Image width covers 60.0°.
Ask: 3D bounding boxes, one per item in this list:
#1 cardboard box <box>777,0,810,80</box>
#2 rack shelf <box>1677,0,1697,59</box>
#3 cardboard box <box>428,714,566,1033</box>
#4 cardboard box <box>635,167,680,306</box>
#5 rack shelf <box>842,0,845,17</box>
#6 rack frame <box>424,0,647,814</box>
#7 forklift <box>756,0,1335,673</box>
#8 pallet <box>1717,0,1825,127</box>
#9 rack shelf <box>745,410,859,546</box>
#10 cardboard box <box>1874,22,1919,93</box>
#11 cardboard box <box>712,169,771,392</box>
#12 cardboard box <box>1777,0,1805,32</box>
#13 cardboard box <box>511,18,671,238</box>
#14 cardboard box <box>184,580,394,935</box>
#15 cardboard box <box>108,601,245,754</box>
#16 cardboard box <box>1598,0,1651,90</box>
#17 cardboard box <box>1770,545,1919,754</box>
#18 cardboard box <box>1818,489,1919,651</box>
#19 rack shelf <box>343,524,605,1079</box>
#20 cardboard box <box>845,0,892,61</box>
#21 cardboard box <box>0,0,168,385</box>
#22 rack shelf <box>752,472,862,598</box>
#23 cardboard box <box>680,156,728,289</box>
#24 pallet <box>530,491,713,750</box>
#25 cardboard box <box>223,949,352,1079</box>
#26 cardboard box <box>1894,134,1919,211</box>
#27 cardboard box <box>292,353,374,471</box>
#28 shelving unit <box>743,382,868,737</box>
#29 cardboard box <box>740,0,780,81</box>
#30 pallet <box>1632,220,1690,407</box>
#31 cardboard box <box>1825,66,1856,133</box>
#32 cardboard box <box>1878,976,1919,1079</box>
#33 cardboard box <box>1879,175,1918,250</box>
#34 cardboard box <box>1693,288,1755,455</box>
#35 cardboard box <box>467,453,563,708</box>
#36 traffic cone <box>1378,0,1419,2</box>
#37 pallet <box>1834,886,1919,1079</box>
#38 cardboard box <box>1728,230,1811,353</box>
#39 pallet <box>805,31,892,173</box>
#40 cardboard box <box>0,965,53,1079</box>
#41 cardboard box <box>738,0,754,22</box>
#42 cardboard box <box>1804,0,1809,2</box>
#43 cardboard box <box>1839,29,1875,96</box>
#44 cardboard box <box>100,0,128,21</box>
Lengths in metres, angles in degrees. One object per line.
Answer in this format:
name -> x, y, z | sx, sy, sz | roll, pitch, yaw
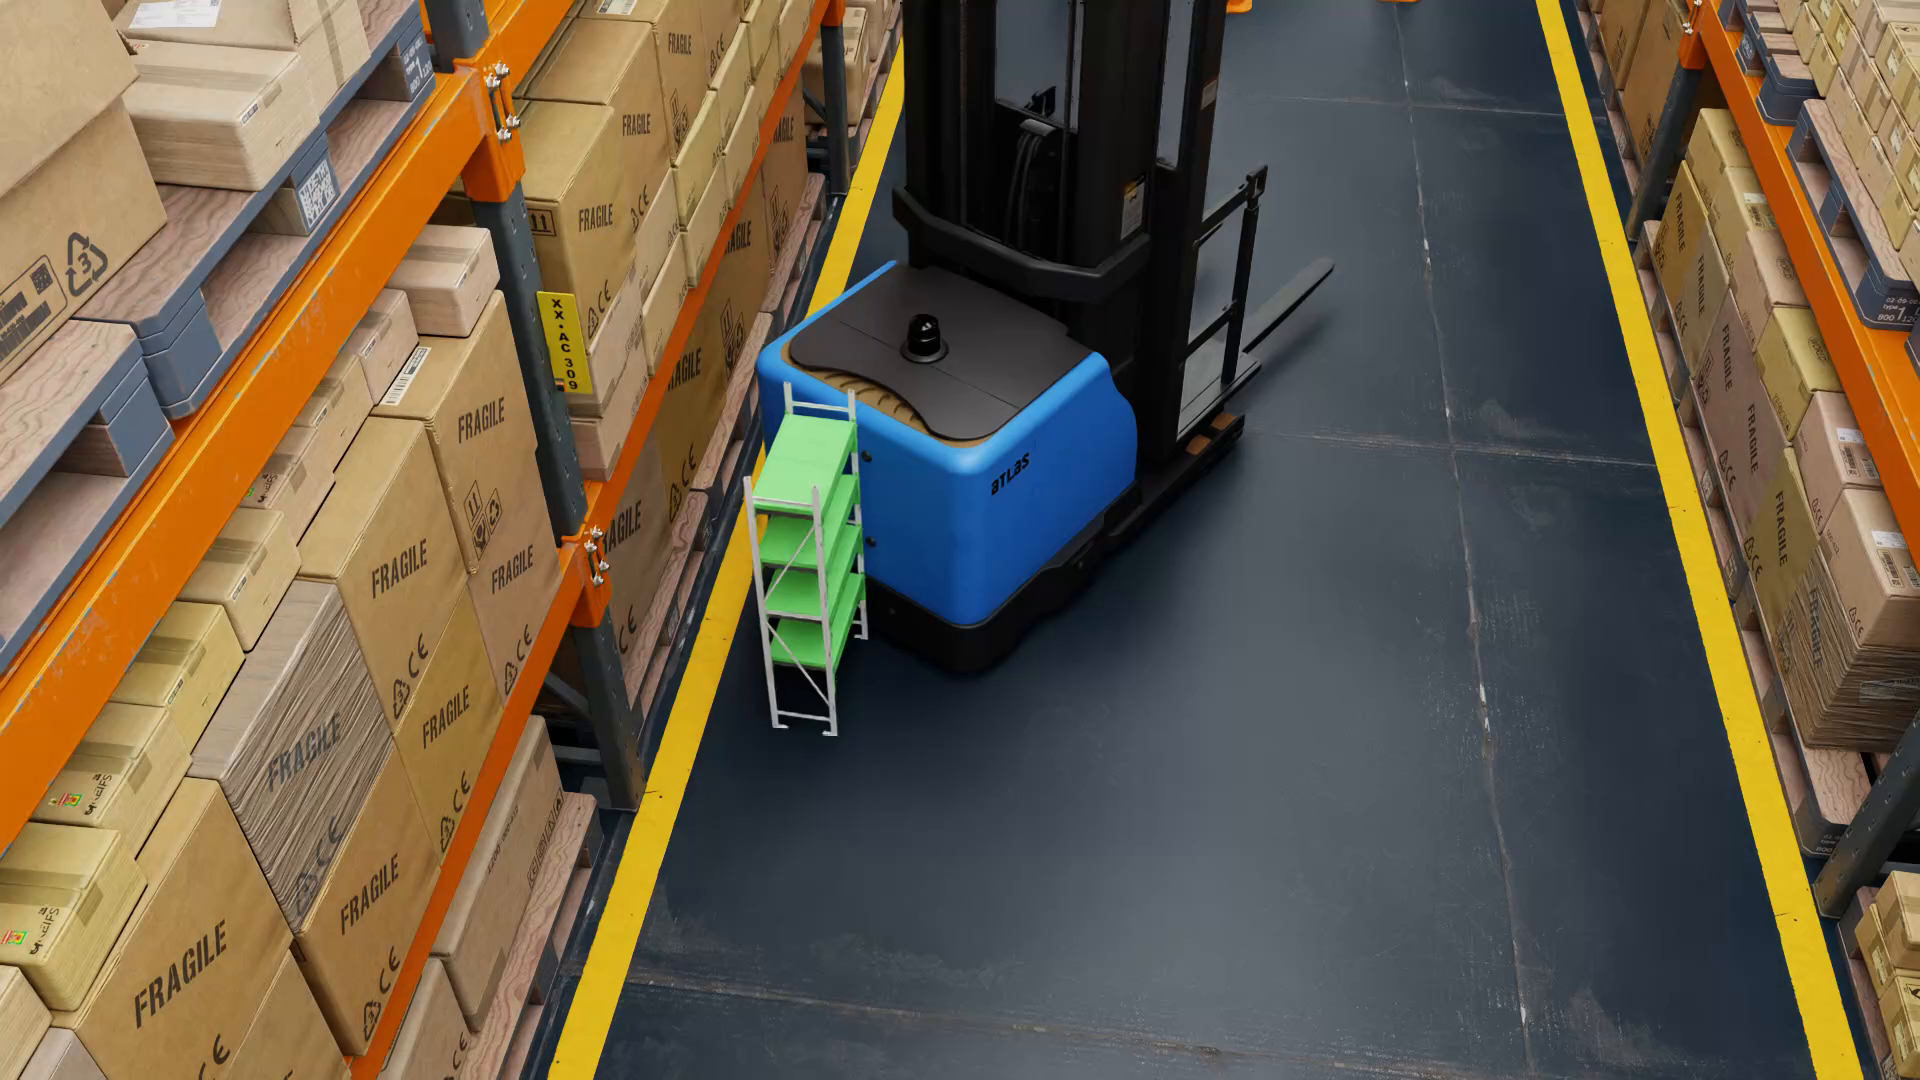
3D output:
cardboard box -> -0.935, -2.183, 6.983 | 0.500, 0.250, 0.500 | 6, 44, 6
rack shelf -> 4.111, -3.676, 8.974 | 1.077, 0.370, 4.000 | 5, 44, 6
cardboard box -> -1.792, 0.967, 5.105 | 0.875, 0.438, 0.875 | 5, 44, 5
cardboard box -> -1.224, -0.988, 5.357 | 0.500, 0.250, 0.500 | 6, 44, 6
rack shelf -> -0.809, -4.057, 9.376 | 1.077, 0.370, 4.000 | 5, 44, 6
rack frame -> -1.603, -0.229, 4.810 | 1.000, 3.000, 0.127 | 5, 44, 6
forklift -> 0.564, -1.534, 6.238 | 1.130, 2.935, 3.031 | 28, 50, 27
pallet -> 3.858, -2.009, 6.829 | 1.213, 0.211, 1.003 | 5, 44, 6
rack shelf -> -0.515, -0.211, 5.495 | 0.258, 0.148, 0.480 | 7, 44, 8
cardboard box -> 3.421, -1.658, 5.764 | 0.380, 0.149, 0.250 | 6, 44, 7
cardboard box -> -1.370, -1.265, 7.145 | 0.875, 0.875, 0.875 | 6, 44, 6
cardboard box -> 3.551, -2.166, 6.733 | 0.380, 0.149, 0.250 | 7, 44, 8
cardboard box -> -1.220, -1.251, 5.090 | 0.500, 0.500, 0.500 | 5, 44, 5
cardboard box -> -1.524, 0.411, 3.334 | 0.500, 0.500, 0.500 | 6, 44, 6
cardboard box -> -1.559, 0.241, 3.043 | 0.380, 0.149, 0.250 | 4, 44, 5
cardboard box -> 4.128, -2.912, 8.975 | 1.050, 0.750, 0.750 | 6, 44, 6
cardboard box -> 3.165, 0.380, 5.680 | 0.500, 0.500, 0.500 | 4, 44, 5
cardboard box -> 3.165, 0.104, 5.425 | 0.500, 0.250, 0.500 | 4, 44, 4
rack shelf -> -1.867, 1.395, 3.618 | 1.077, 0.370, 4.000 | 5, 44, 6
cardboard box -> -0.900, -3.041, 9.386 | 0.950, 0.372, 0.625 | 4, 44, 5
cardboard box -> -1.749, -0.622, 2.591 | 0.797, 0.503, 0.637 | 8, 44, 9
rack shelf -> -0.515, -0.037, 5.660 | 0.258, 0.148, 0.480 | 7, 44, 8
cardboard box -> -1.132, -1.151, 5.893 | 0.500, 0.250, 0.500 | 5, 44, 5
pallet -> -1.575, 0.251, 6.331 | 1.003, 0.211, 1.213 | 5, 44, 6
cardboard box -> -1.609, 1.125, 3.308 | 0.500, 0.500, 0.500 | 7, 44, 7
cardboard box -> 3.345, -1.205, 5.502 | 0.380, 0.149, 0.250 | 5, 44, 6
cardboard box -> -1.513, -0.286, 3.599 | 0.380, 0.149, 0.250 | 5, 44, 6
shelving unit -> -0.515, 0.091, 5.781 | 0.258, 1.200, 0.503 | 7, 44, 8
cardboard box -> -0.998, -2.028, 6.456 | 0.500, 0.250, 0.500 | 4, 44, 4
pallet -> 3.741, -1.029, 7.683 | 1.003, 0.211, 1.213 | 5, 44, 6
cardboard box -> 3.449, -1.616, 6.152 | 0.380, 0.149, 0.250 | 7, 44, 7
cardboard box -> 2.916, 1.435, 4.821 | 0.380, 0.149, 0.250 | 6, 44, 7
cardboard box -> 3.343, -1.086, 5.592 | 0.380, 0.149, 0.250 | 7, 44, 7
cardboard box -> 3.374, -0.667, 6.785 | 0.500, 0.500, 0.500 | 4, 44, 4
cardboard box -> -1.411, 0.074, 4.417 | 0.500, 0.500, 0.500 | 6, 44, 6
traffic cone -> 2.701, -3.602, 10.218 | 0.336, 0.463, 0.334 | 5, 44, 6
pallet -> 3.264, 1.626, 4.880 | 1.003, 0.211, 1.213 | 5, 44, 6
cardboard box -> 3.370, -0.961, 6.551 | 0.500, 0.250, 0.500 | 6, 44, 6
pallet -> -0.969, -2.475, 9.210 | 1.003, 0.211, 1.213 | 5, 44, 6
cardboard box -> -1.624, 0.763, 2.491 | 0.380, 0.149, 0.250 | 6, 44, 6
cardboard box -> -1.015, -2.290, 6.187 | 0.500, 0.500, 0.500 | 5, 44, 6
cardboard box -> 3.549, -2.247, 6.602 | 0.380, 0.149, 0.250 | 7, 44, 8
cardboard box -> 3.451, -1.723, 6.049 | 0.380, 0.149, 0.250 | 5, 44, 6
cardboard box -> -1.889, -1.161, 3.162 | 0.500, 0.500, 0.500 | 6, 44, 6
